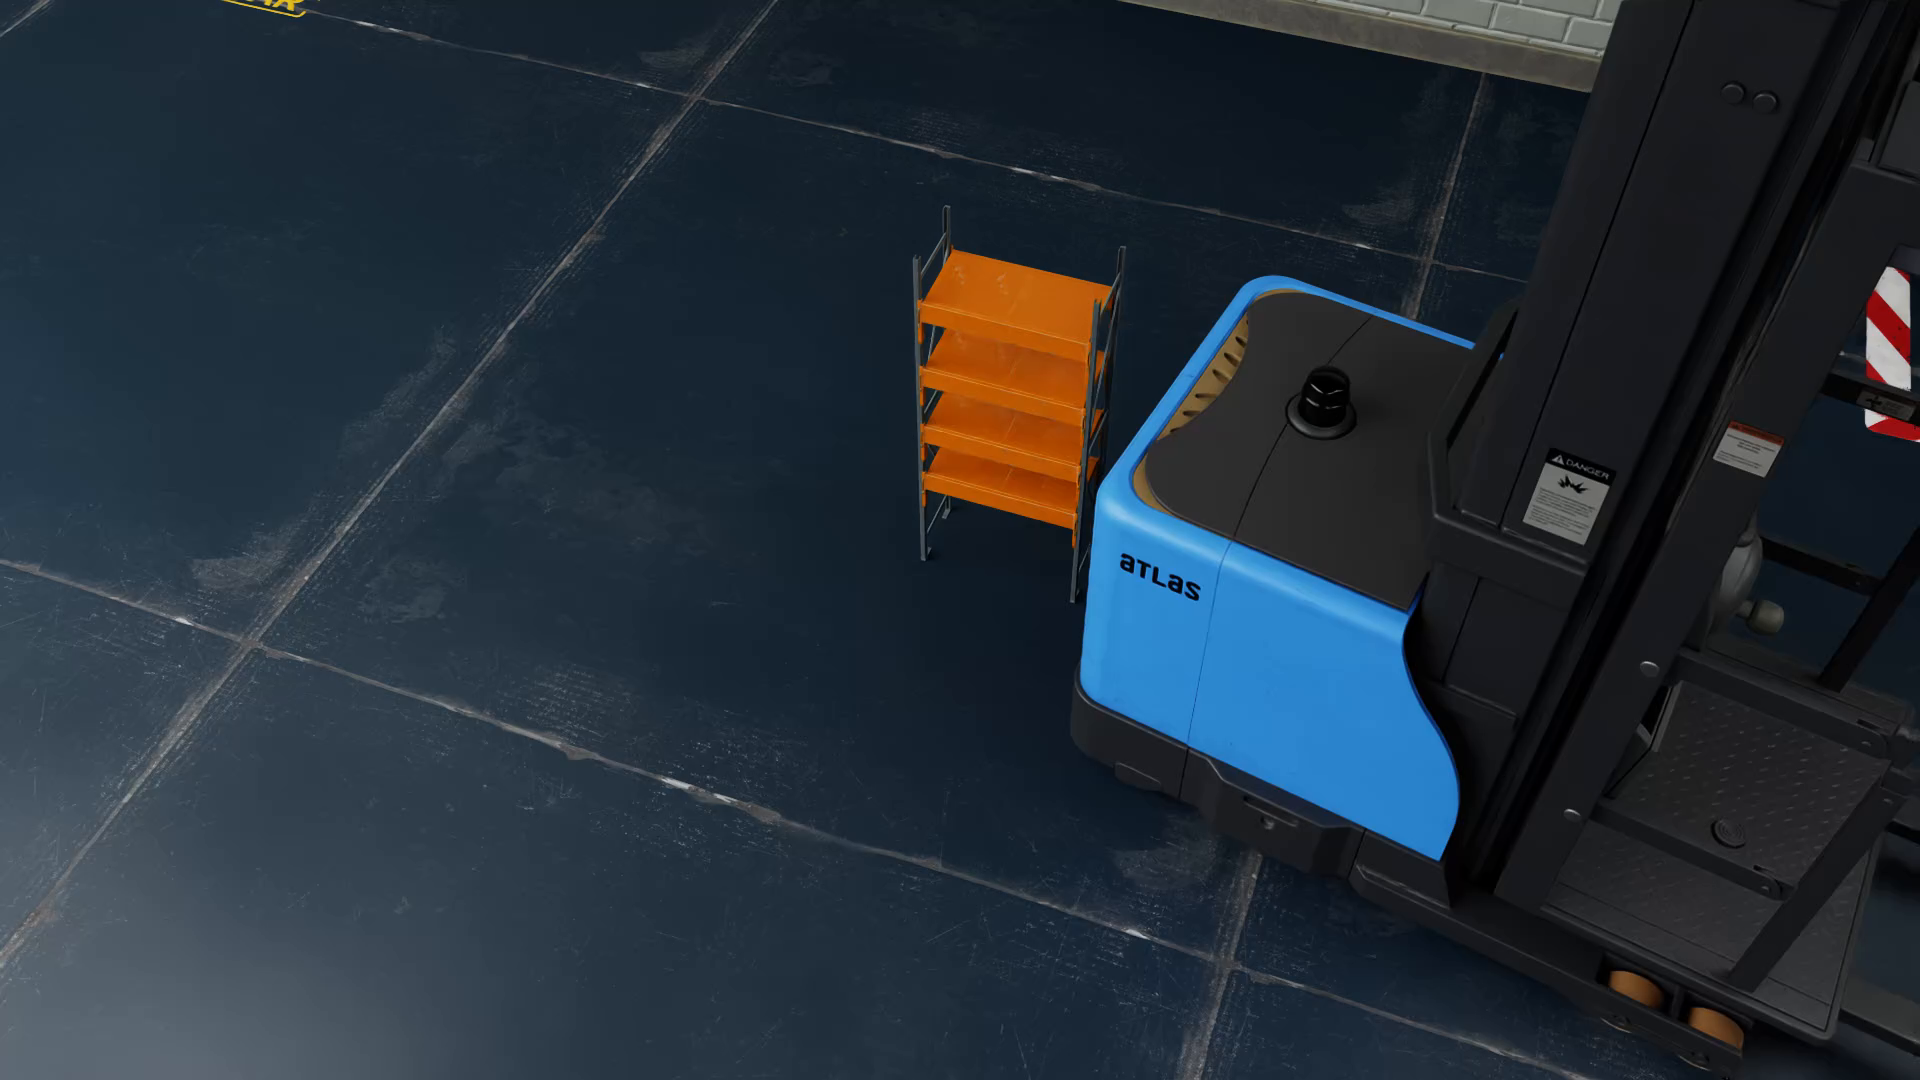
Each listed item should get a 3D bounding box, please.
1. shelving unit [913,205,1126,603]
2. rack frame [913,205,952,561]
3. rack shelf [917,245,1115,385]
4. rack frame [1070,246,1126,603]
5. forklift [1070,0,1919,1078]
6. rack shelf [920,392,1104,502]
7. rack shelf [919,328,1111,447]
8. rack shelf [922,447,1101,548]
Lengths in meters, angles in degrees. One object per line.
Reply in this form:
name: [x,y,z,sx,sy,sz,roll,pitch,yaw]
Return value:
shelving unit: [0.155,-0.350,4.759,0.503,1.200,0.258,16,51,13]
rack frame: [-0.074,-0.414,4.814,0.015,1.200,0.240,16,51,13]
rack shelf: [0.155,-0.607,4.462,0.480,0.148,0.258,16,51,13]
rack frame: [0.384,-0.286,4.704,0.015,1.200,0.240,16,51,13]
forklift: [1.843,-0.116,3.411,3.031,2.935,1.130,24,53,19]
rack shelf: [0.155,-0.306,4.810,0.480,0.148,0.258,16,51,13]
rack shelf: [0.155,-0.452,4.641,0.480,0.148,0.258,16,51,13]
rack shelf: [0.155,-0.176,4.960,0.480,0.148,0.258,16,51,13]
